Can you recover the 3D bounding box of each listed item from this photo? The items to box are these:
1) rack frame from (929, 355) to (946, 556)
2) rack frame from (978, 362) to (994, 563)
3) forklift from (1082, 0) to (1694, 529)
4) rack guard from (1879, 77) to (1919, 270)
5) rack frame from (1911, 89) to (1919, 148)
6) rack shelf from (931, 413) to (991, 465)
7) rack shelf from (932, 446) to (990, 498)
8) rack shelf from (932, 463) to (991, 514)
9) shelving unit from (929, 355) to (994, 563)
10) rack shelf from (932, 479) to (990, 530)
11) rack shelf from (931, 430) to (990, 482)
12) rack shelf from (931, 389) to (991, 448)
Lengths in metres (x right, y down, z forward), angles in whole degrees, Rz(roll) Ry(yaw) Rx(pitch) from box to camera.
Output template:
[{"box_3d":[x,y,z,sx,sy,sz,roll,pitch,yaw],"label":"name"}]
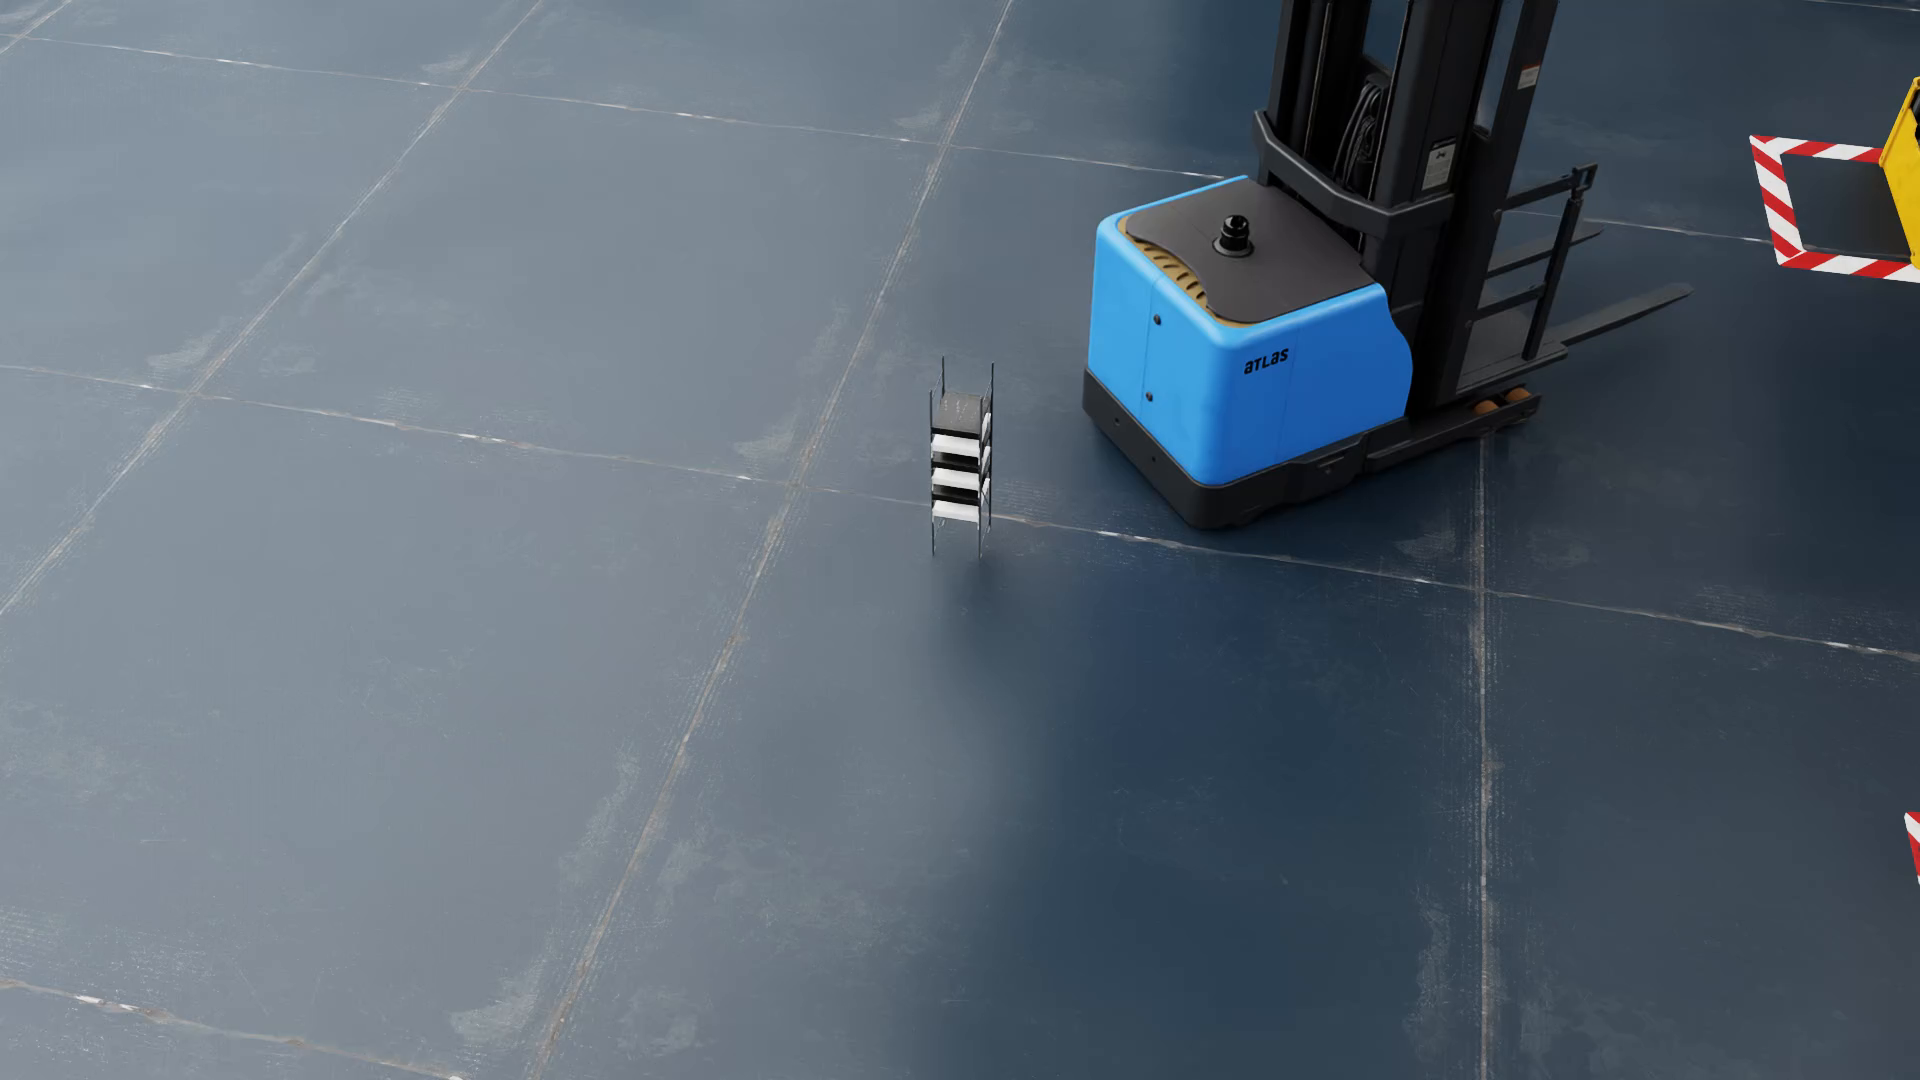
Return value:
[{"box_3d":[-0.091,-0.338,6.913,0.006,0.900,0.240,9,45,9],"label":"rack frame"},{"box_3d":[0.107,-0.308,6.881,0.006,0.900,0.240,9,45,9],"label":"rack frame"},{"box_3d":[2.115,-1.839,7.007,3.031,2.935,1.130,-20,47,-20],"label":"forklift"},{"box_3d":[5.271,-1.951,8.877,0.348,0.500,1.175,9,45,9],"label":"rack guard"},{"box_3d":[5.197,-2.863,8.022,0.127,3.000,1.000,9,45,9],"label":"rack frame"},{"box_3d":[0.008,-0.429,6.795,0.200,0.077,0.258,9,45,9],"label":"rack shelf"},{"box_3d":[0.008,-0.299,6.920,0.200,0.077,0.258,9,45,9],"label":"rack shelf"},{"box_3d":[0.008,-0.234,6.982,0.200,0.077,0.258,9,45,9],"label":"rack shelf"},{"box_3d":[0.008,-0.323,6.897,0.210,0.900,0.258,9,45,9],"label":"shelving unit"},{"box_3d":[0.008,-0.169,7.045,0.200,0.077,0.258,9,45,9],"label":"rack shelf"},{"box_3d":[0.008,-0.364,6.857,0.200,0.077,0.258,9,45,9],"label":"rack shelf"},{"box_3d":[0.008,-0.493,6.733,0.200,0.077,0.258,9,45,9],"label":"rack shelf"}]
